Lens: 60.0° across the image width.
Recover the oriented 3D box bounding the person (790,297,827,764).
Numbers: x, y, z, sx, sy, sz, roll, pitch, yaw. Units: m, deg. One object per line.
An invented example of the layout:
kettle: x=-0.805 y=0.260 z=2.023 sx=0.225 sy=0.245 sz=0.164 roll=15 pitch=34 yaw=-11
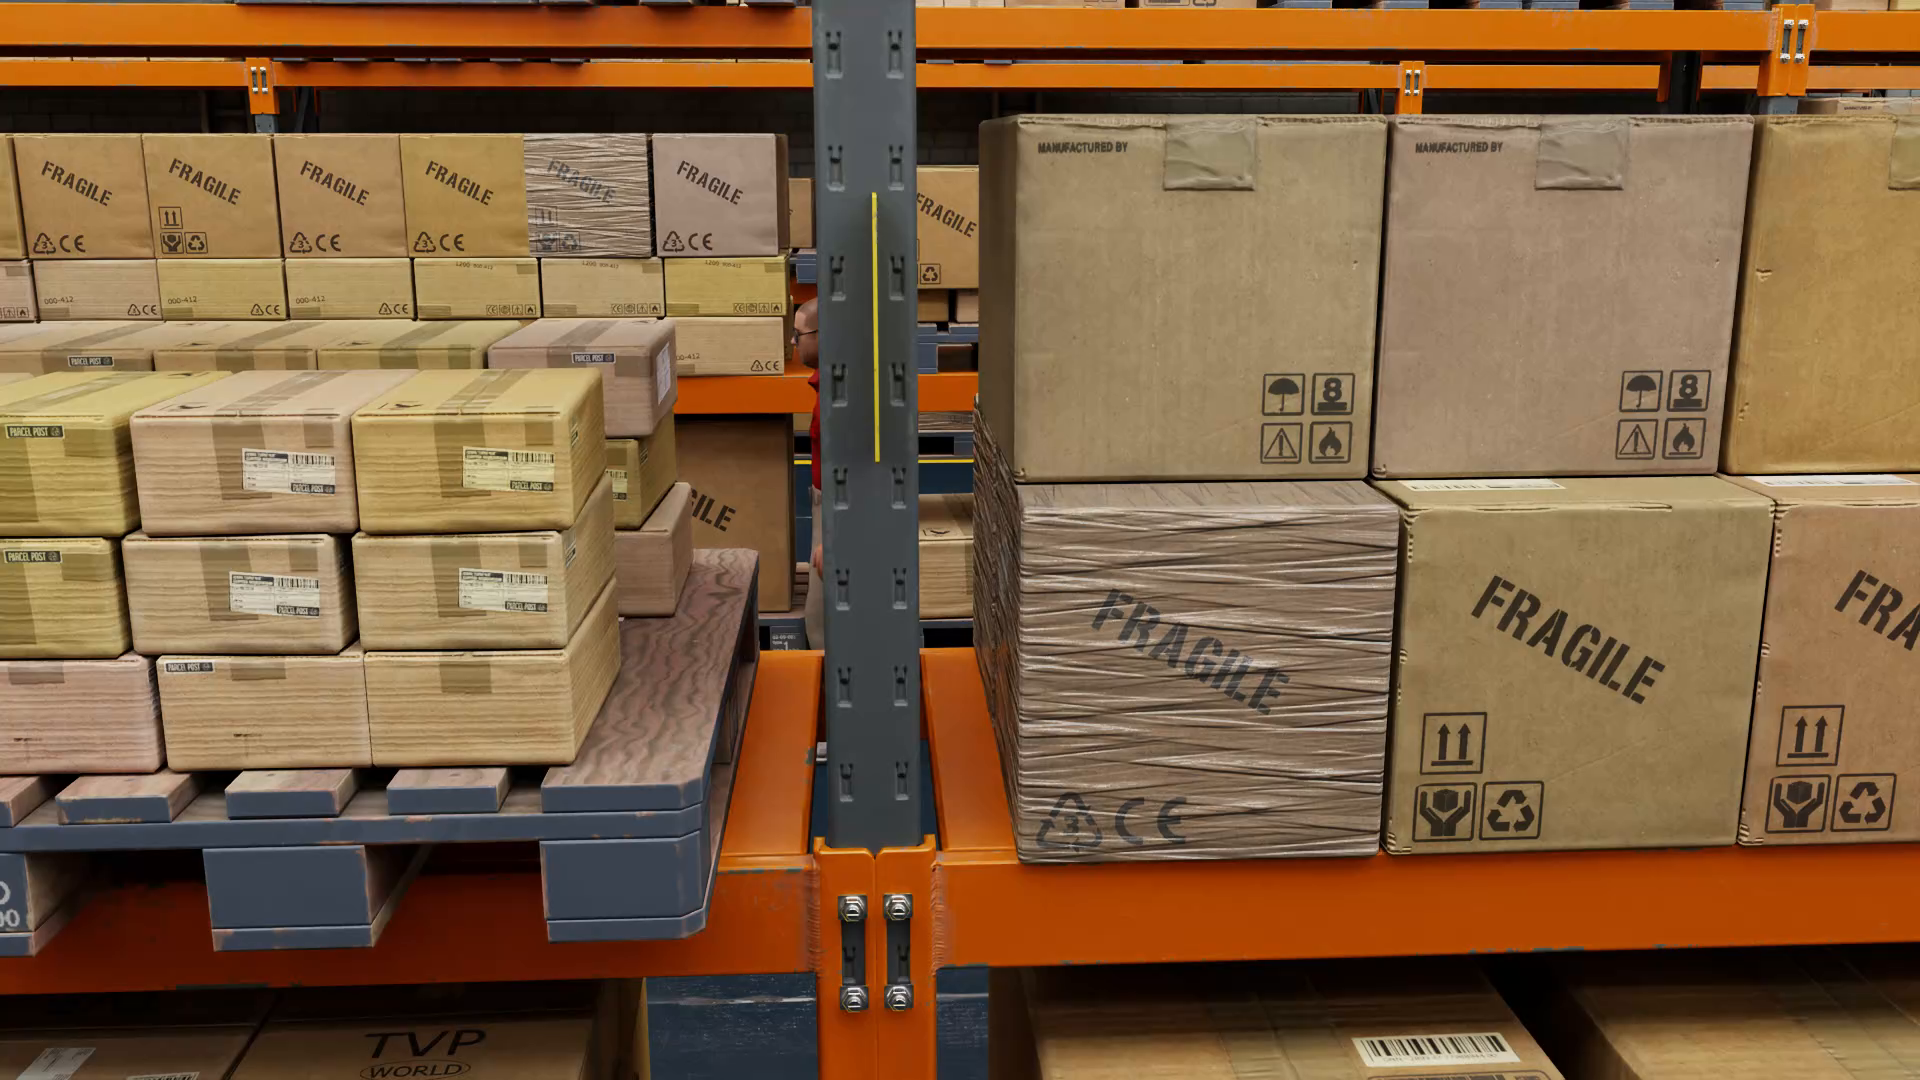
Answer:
person: x=-0.435 y=-0.041 z=6.195 sx=0.394 sy=1.726 sz=0.605 roll=1 pitch=13 yaw=5
